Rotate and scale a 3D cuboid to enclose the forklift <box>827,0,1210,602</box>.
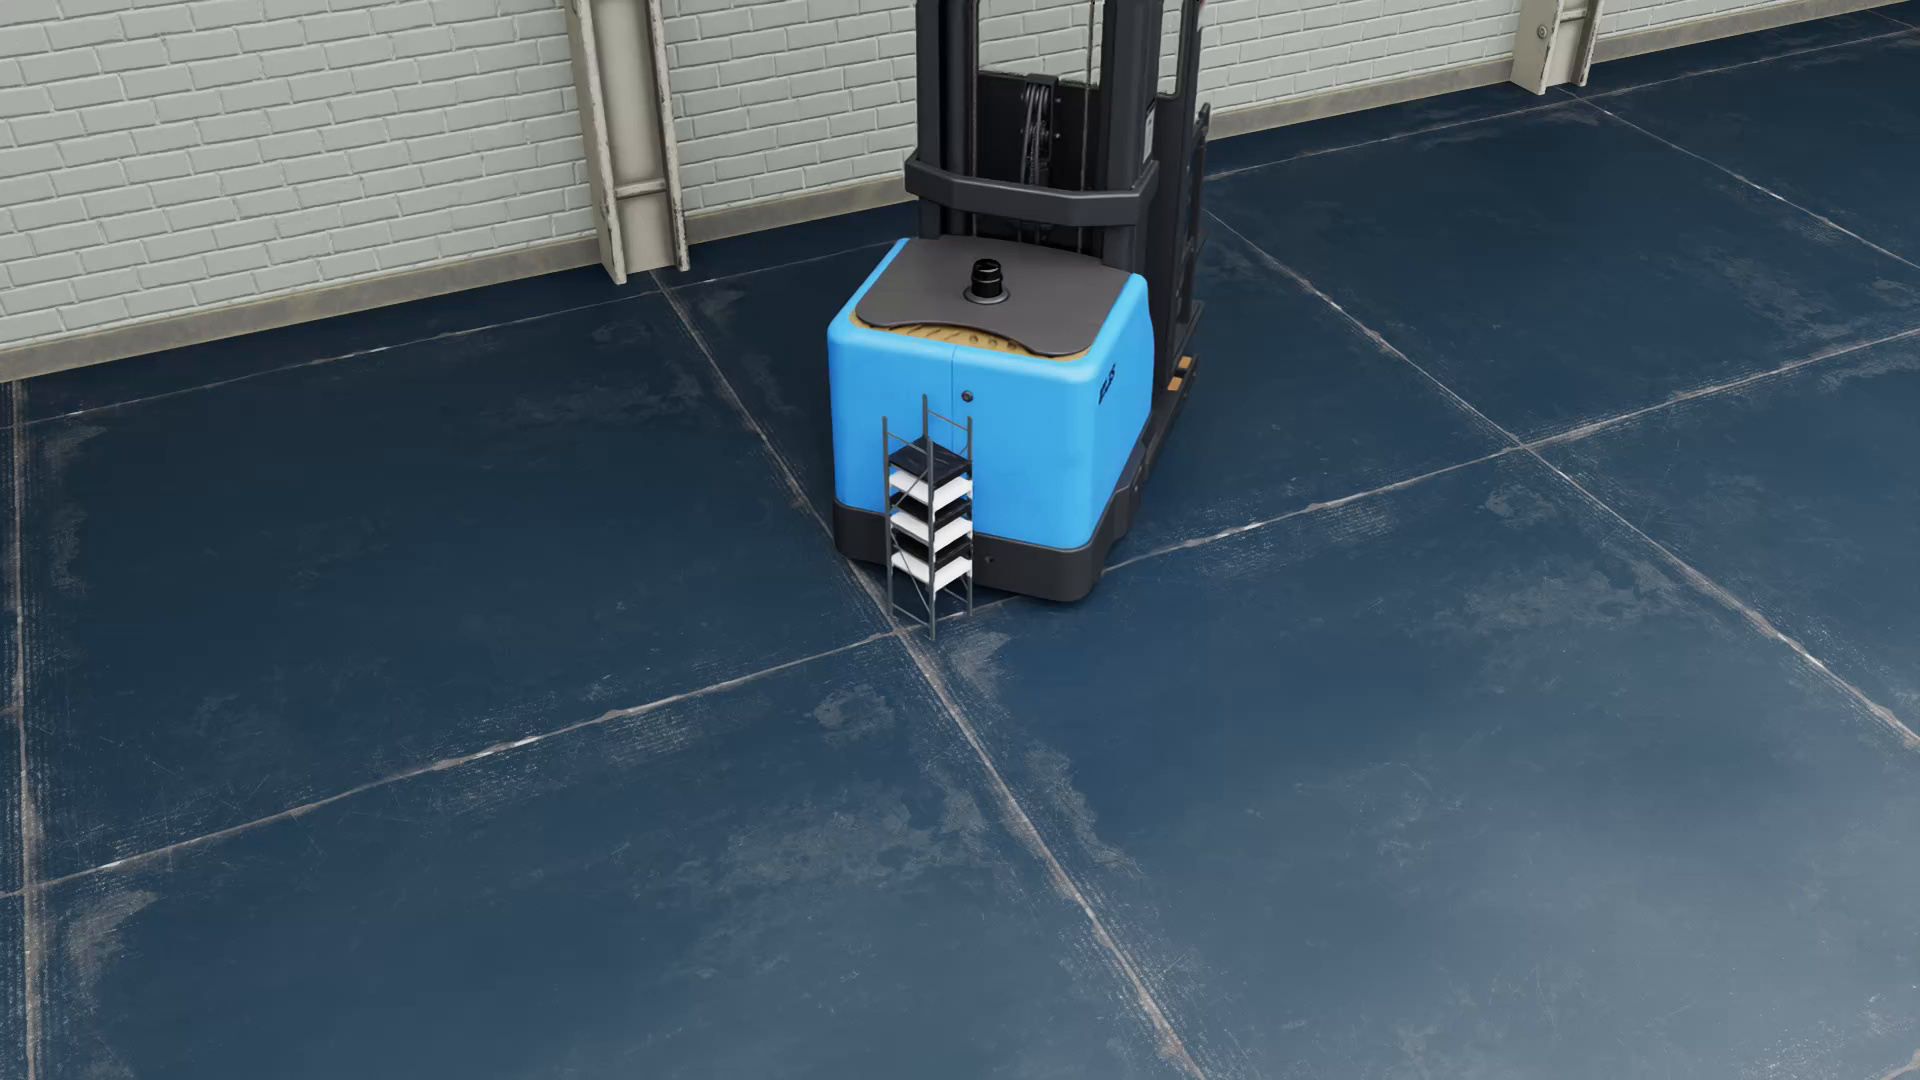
[{"bbox_3d":[0.460,-1.821,6.745,1.130,2.935,3.031,12,38,15],"label":"forklift"}]

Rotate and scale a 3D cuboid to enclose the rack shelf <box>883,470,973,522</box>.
[{"bbox_3d":[-0.114,-0.189,6.002,0.258,0.077,0.200,29,45,33],"label":"rack shelf"}]

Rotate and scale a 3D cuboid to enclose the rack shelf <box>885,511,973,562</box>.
[{"bbox_3d":[-0.115,-0.044,6.110,0.258,0.077,0.200,29,45,33],"label":"rack shelf"}]

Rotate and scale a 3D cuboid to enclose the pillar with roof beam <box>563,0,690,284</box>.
[{"bbox_3d":[0.184,-2.733,2.881,0.400,9.000,9.100,-16,39,-20],"label":"pillar with roof beam"}]

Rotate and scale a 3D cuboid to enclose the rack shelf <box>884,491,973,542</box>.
[{"bbox_3d":[-0.115,-0.116,6.056,0.258,0.077,0.200,29,45,33],"label":"rack shelf"}]

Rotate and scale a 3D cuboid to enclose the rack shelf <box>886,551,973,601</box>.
[{"bbox_3d":[-0.115,0.100,6.217,0.258,0.077,0.200,29,45,33],"label":"rack shelf"}]

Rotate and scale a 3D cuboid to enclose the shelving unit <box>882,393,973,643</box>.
[{"bbox_3d":[-0.115,-0.071,6.090,0.258,0.900,0.210,29,45,33],"label":"shelving unit"}]

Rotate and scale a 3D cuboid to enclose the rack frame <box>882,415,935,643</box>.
[{"bbox_3d":[-0.184,-0.026,6.030,0.240,0.900,0.006,29,45,33],"label":"rack frame"}]

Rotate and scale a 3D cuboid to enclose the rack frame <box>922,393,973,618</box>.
[{"bbox_3d":[-0.045,-0.115,6.149,0.240,0.900,0.006,29,45,33],"label":"rack frame"}]

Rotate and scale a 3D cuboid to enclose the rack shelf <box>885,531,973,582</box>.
[{"bbox_3d":[-0.115,0.028,6.163,0.258,0.077,0.200,29,45,33],"label":"rack shelf"}]

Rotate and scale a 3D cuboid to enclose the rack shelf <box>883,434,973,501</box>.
[{"bbox_3d":[-0.114,-0.261,5.949,0.258,0.077,0.200,29,45,33],"label":"rack shelf"}]

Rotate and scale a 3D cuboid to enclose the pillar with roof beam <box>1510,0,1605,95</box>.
[{"bbox_3d":[5.615,-4.251,4.928,0.400,9.000,9.100,-16,39,-20],"label":"pillar with roof beam"}]
